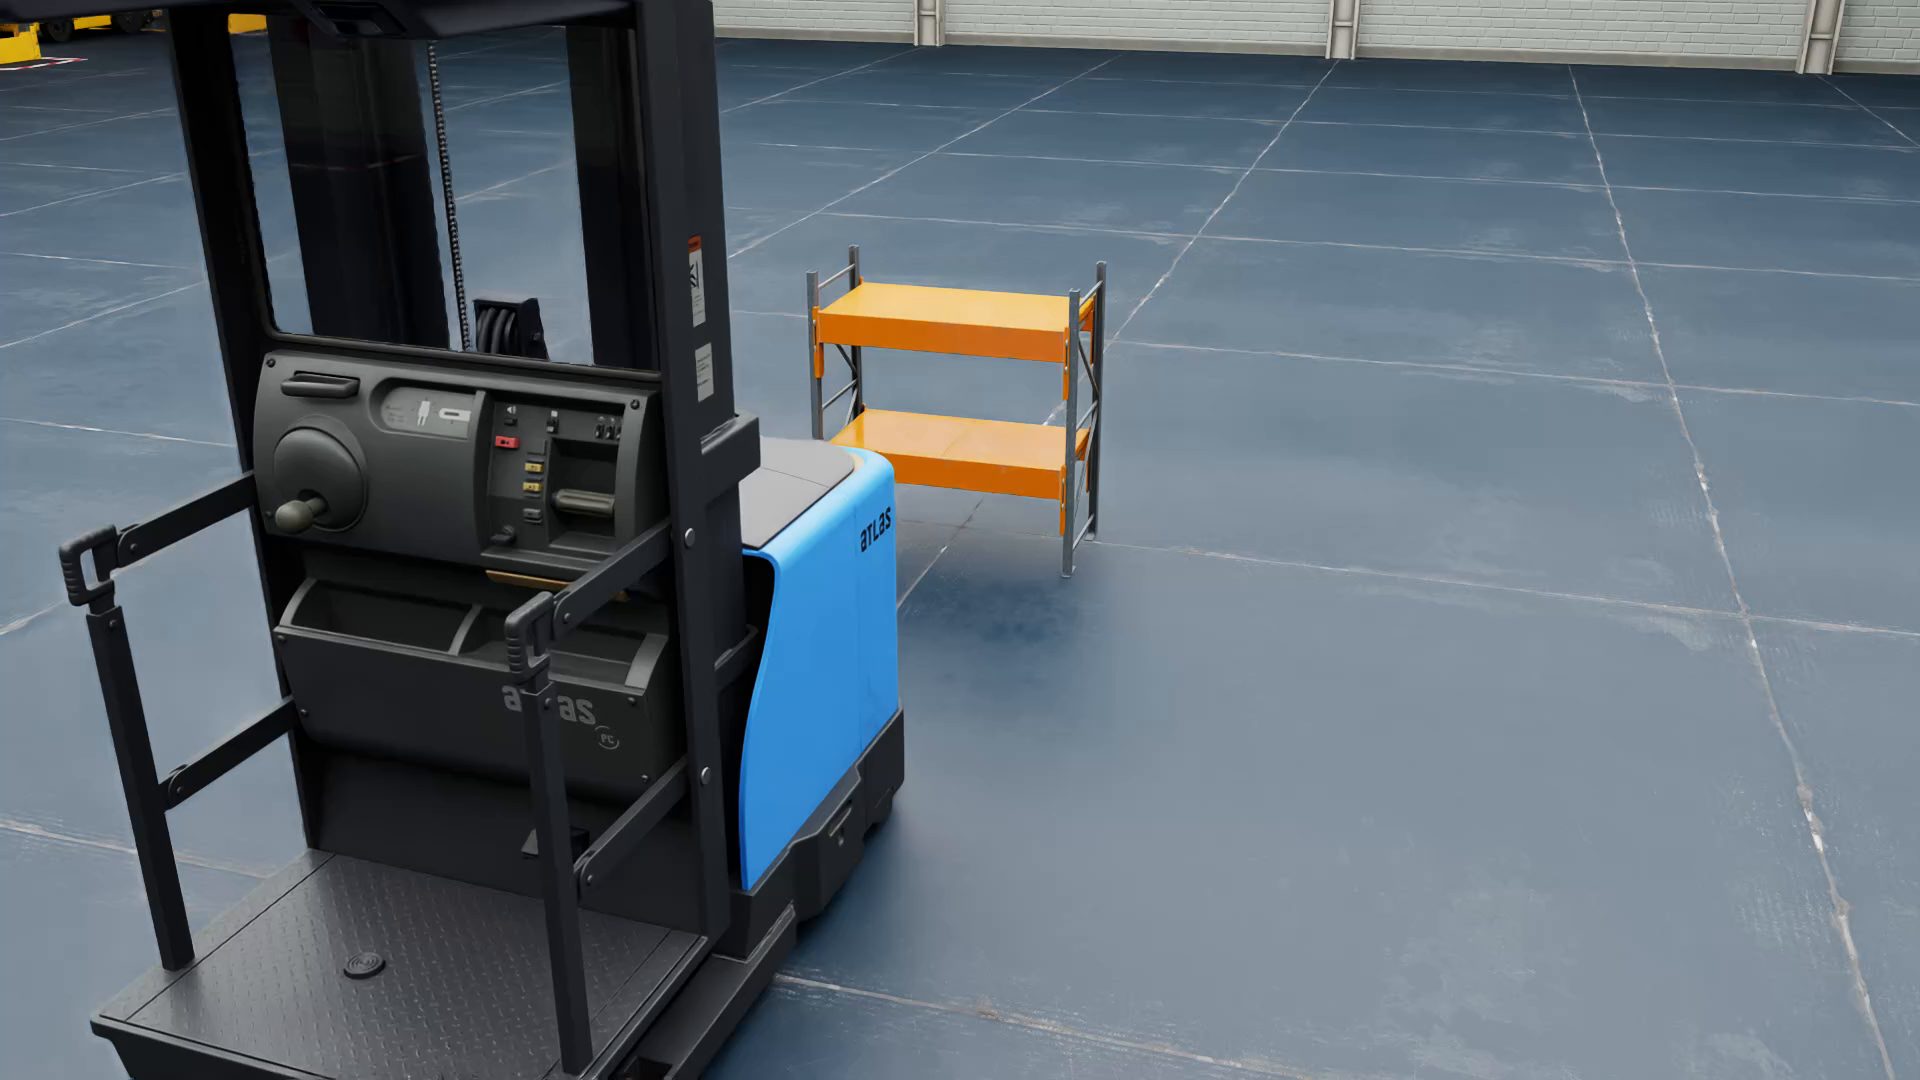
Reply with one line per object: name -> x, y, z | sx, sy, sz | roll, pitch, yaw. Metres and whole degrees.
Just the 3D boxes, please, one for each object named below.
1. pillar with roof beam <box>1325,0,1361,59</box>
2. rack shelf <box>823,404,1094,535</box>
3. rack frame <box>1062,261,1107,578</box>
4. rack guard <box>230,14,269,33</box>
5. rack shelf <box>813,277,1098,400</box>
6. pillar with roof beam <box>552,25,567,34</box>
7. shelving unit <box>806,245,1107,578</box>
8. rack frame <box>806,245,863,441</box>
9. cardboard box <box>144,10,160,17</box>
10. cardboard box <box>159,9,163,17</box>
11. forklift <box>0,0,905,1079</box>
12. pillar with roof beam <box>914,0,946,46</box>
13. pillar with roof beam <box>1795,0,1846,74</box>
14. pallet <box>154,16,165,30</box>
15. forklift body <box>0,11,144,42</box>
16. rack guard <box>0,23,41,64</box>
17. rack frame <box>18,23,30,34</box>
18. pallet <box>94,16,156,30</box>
pillar with roof beam -> 4.053, -9.307, 17.603 | 0.400, 9.000, 9.100 | 7, 23, 16
rack shelf -> -0.006, -0.295, 6.651 | 1.000, 0.278, 0.538 | 7, 23, 16
rack frame -> 0.480, -0.465, 6.422 | 0.032, 1.125, 0.500 | 7, 23, 16
rack guard -> -11.507, -8.506, 26.848 | 0.348, 0.500, 1.175 | 7, 23, 16
rack shelf -> -0.006, -0.792, 6.447 | 1.000, 0.278, 0.538 | 7, 23, 16
pillar with roof beam -> -7.435, -10.623, 20.810 | 0.400, 9.000, 9.100 | 7, 23, 16
shelving unit -> -0.006, -0.521, 6.558 | 1.048, 1.125, 0.538 | 7, 23, 16
rack frame -> -0.493, -0.577, 6.694 | 0.032, 1.125, 0.500 | 7, 23, 16
cardboard box -> -13.021, -8.640, 26.951 | 0.500, 0.250, 0.500 | 7, 23, 16
cardboard box -> -12.544, -8.582, 26.810 | 0.500, 0.250, 0.500 | 7, 23, 15
forklift -> -1.133, -0.141, 3.251 | 1.130, 2.935, 3.031 | 8, 24, 18
pillar with roof beam -> -1.691, -9.965, 19.206 | 0.400, 9.000, 9.100 | 7, 23, 16
pillar with roof beam -> 9.797, -8.650, 15.999 | 0.400, 9.000, 9.100 | 7, 23, 16
pallet -> -12.274, -8.444, 27.077 | 1.213, 0.211, 1.003 | 7, 23, 16
forklift body -> -13.872, -8.818, 25.432 | 1.214, 2.155, 2.313 | 7, 23, 16
rack guard -> -13.033, -6.713, 22.478 | 0.348, 0.500, 1.175 | 7, 23, 16
rack frame -> -12.960, -7.862, 21.983 | 0.127, 3.000, 1.000 | 7, 23, 16
pallet -> -13.438, -8.578, 27.405 | 1.213, 0.211, 1.003 | 7, 23, 15
